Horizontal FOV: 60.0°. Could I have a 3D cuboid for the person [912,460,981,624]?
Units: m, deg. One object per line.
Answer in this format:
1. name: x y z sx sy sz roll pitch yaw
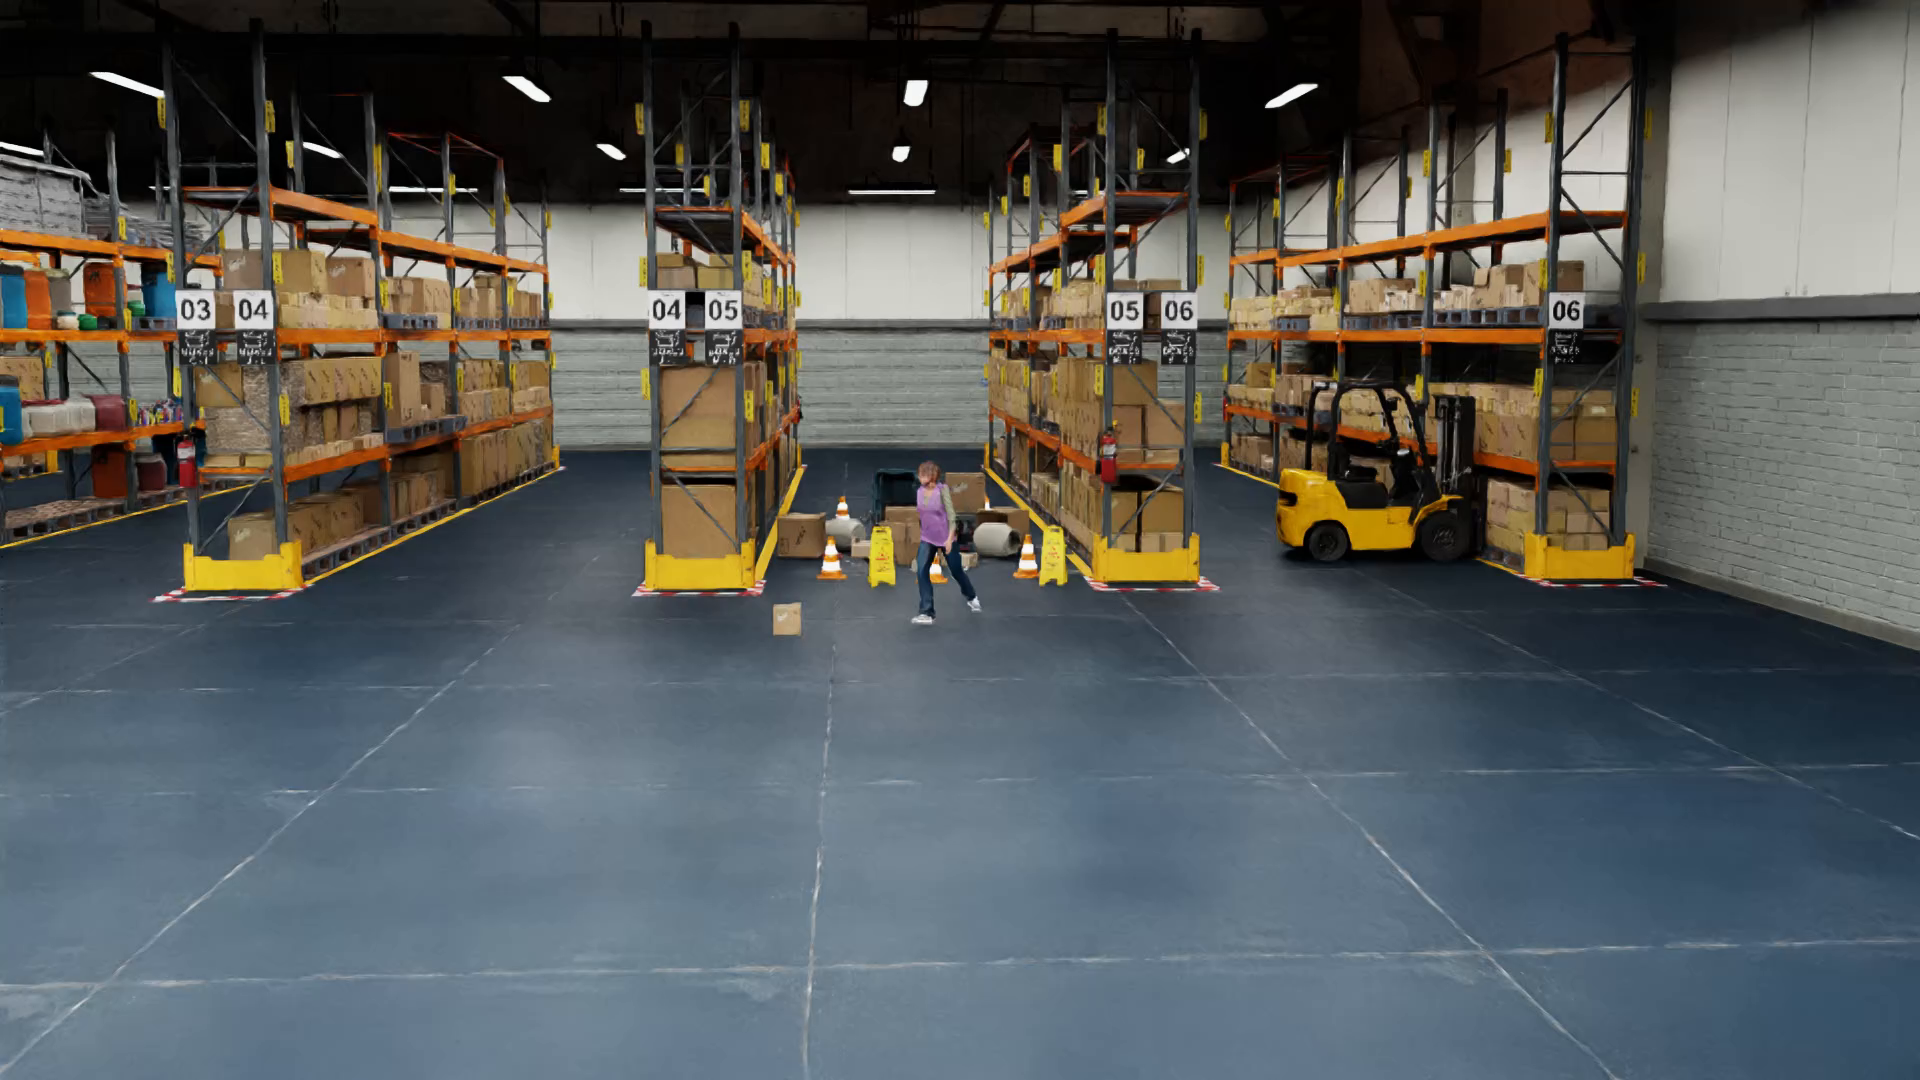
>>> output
1. person: -0.167 0.010 15.863 0.497 1.533 0.922 4 8 29
